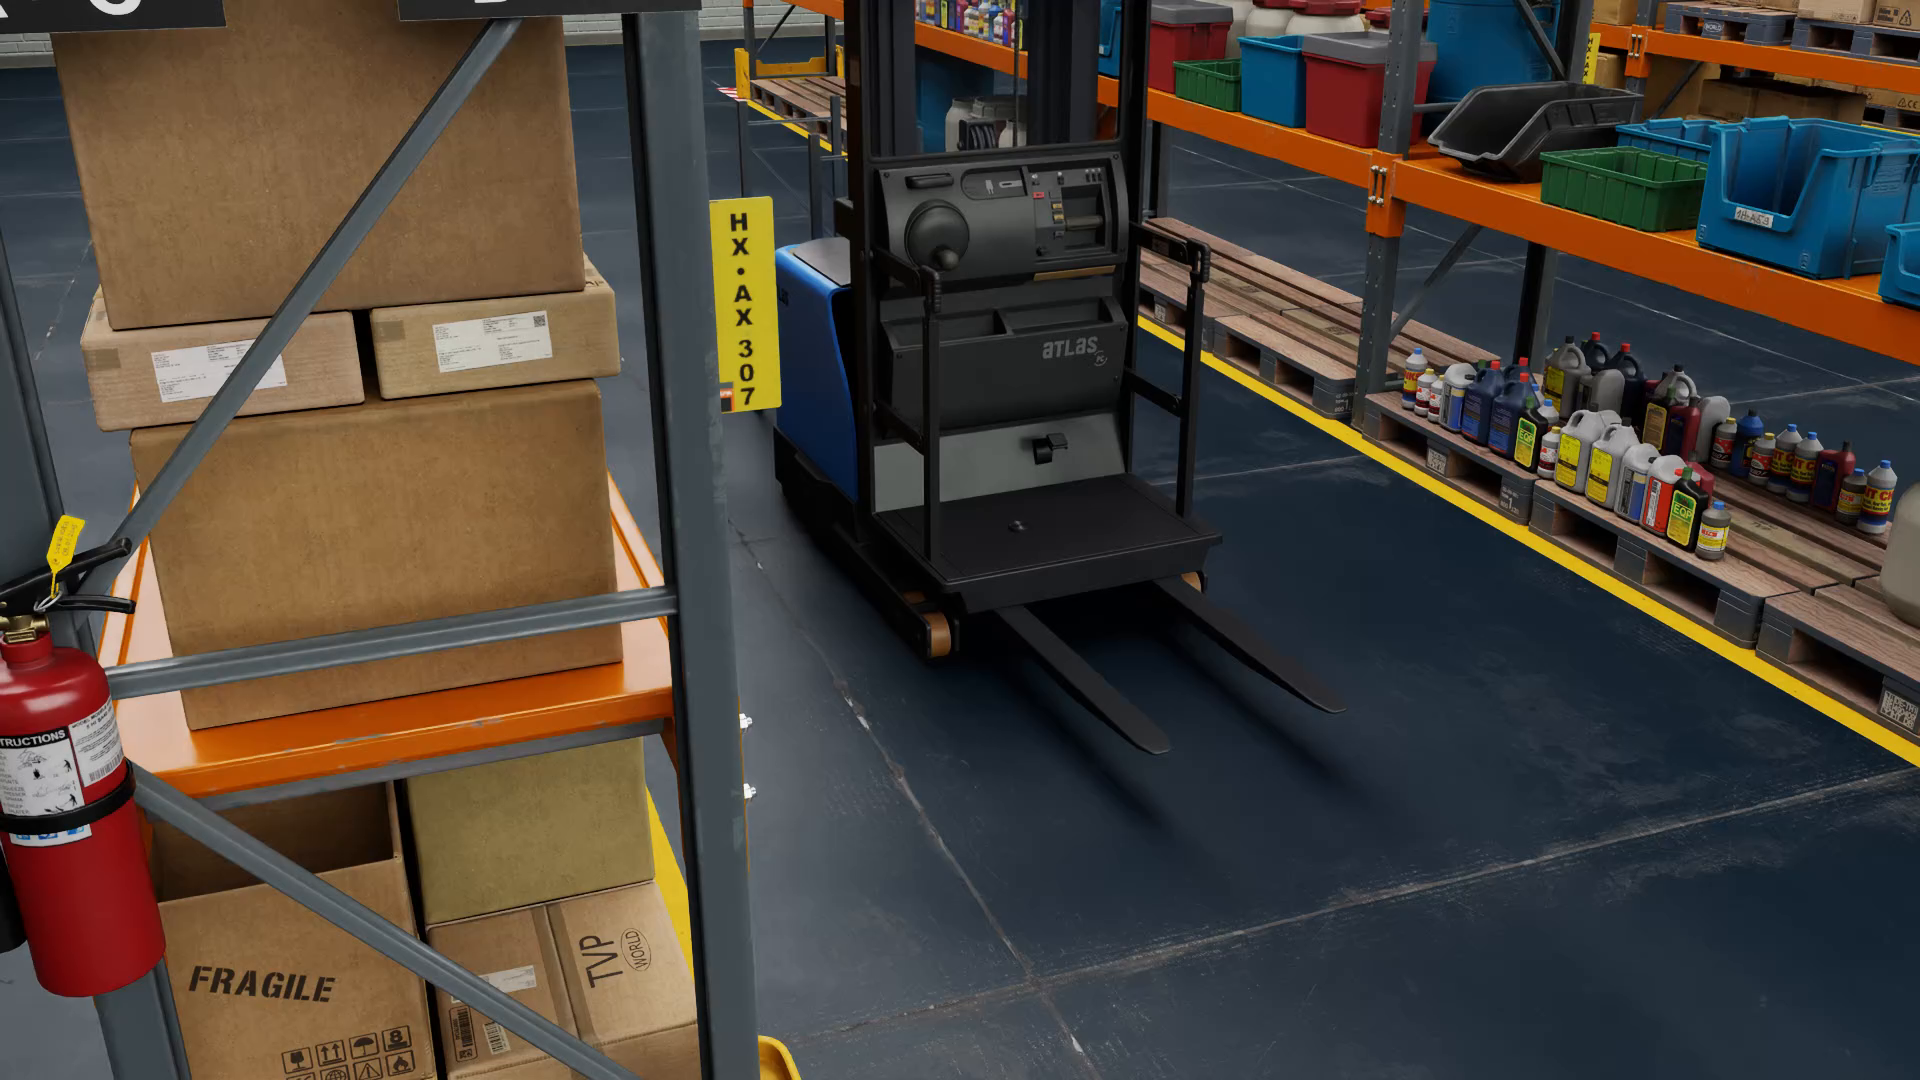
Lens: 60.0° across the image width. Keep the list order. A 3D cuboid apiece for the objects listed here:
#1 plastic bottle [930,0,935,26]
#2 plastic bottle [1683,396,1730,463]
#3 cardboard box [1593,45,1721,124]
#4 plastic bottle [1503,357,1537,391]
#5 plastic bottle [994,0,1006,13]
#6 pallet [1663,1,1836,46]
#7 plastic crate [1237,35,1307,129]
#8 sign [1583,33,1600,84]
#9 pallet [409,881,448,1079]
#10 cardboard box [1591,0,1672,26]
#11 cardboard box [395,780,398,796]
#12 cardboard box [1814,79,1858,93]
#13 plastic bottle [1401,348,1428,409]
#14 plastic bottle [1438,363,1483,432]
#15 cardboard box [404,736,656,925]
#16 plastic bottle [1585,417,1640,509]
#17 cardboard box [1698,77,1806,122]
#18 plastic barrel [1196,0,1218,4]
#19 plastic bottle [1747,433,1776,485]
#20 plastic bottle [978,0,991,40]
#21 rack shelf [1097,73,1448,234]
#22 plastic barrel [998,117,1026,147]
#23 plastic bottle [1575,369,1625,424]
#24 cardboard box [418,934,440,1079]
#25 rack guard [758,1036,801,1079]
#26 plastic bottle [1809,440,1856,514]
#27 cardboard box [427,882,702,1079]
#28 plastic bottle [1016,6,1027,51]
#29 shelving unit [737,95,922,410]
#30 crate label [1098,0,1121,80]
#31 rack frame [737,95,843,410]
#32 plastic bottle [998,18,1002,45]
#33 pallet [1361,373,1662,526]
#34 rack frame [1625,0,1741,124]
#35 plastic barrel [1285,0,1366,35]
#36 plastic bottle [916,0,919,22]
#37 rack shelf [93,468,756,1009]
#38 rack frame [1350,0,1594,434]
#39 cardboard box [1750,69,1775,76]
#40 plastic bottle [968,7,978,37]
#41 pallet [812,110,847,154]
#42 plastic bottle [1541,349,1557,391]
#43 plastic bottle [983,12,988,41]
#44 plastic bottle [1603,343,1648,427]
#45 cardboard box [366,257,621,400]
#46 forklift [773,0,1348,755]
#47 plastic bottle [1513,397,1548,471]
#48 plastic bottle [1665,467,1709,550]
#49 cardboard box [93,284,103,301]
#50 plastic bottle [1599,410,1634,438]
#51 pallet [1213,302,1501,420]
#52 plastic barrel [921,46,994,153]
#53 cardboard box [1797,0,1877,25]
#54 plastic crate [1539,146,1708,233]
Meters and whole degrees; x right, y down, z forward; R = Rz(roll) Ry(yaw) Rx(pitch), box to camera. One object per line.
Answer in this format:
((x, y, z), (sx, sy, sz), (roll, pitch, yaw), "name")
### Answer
((-0.184, -4.098, 12.777), (0.097, 0.271, 0.097), (0, 23, 0), "plastic bottle")
((3.109, -0.480, 6.966), (0.152, 0.276, 0.135), (-8, 24, -18), "plastic bottle")
((5.372, -3.574, 13.563), (1.225, 0.875, 0.875), (-10, 25, -21), "cardboard box")
((2.408, -0.625, 7.214), (0.144, 0.351, 0.185), (-8, 24, -19), "plastic bottle")
((0.318, -4.249, 13.134), (0.097, 0.271, 0.097), (0, 23, 0), "plastic bottle")
((5.948, -3.773, 12.087), (1.213, 0.211, 1.003), (-8, 24, -19), "pallet")
((1.695, -2.324, 8.422), (0.392, 0.384, 0.575), (-8, 24, -19), "plastic crate")
((2.895, -2.172, 7.685), (0.100, 0.325, 0.005), (-8, 24, -19), "sign")
((-1.155, 1.171, 3.699), (1.003, 0.211, 1.213), (-8, 24, -19), "pallet")
((5.191, -4.297, 12.955), (0.500, 0.500, 0.500), (-8, 24, -17), "cardboard box")
((-1.853, 0.534, 4.619), (0.500, 0.250, 0.500), (-8, 24, -19), "cardboard box")
((9.061, -4.748, 16.831), (0.500, 0.500, 0.500), (-7, 24, -17), "cardboard box")
((2.079, -0.743, 7.596), (0.097, 0.271, 0.097), (0, 23, 0), "plastic bottle")
((2.219, -0.631, 7.326), (0.152, 0.276, 0.135), (-7, 24, -17), "plastic bottle")
((-1.006, 0.480, 3.784), (0.500, 0.500, 0.500), (-8, 24, -19), "cardboard box")
((2.556, -0.314, 6.478), (0.144, 0.351, 0.185), (-7, 24, -17), "plastic bottle")
((5.862, -3.263, 12.316), (0.500, 0.250, 0.500), (-7, 24, -17), "cardboard box")
((1.526, -3.134, 10.179), (0.421, 0.512, 0.421), (0, 23, 0), "plastic barrel")
((3.249, -0.331, 6.711), (0.097, 0.201, 0.097), (0, 23, 0), "plastic bottle")
((0.178, -3.725, 11.892), (0.097, 0.271, 0.097), (0, 23, 0), "plastic bottle")
((1.670, -2.368, 9.433), (1.077, 0.370, 4.000), (-8, 24, -19), "rack shelf")
((0.491, -2.842, 12.293), (0.421, 0.512, 0.421), (0, 23, 0), "plastic barrel")
((2.811, -0.627, 7.316), (0.152, 0.276, 0.135), (-8, 24, -19), "plastic bottle")
((-1.312, 1.078, 3.330), (0.500, 0.250, 0.500), (-8, 24, -19), "cardboard box")
((-0.838, 1.319, 2.976), (1.175, 0.500, 0.348), (-8, 24, -19), "rack guard")
((3.377, -0.257, 6.429), (0.061, 0.283, 0.133), (-8, 24, -18), "plastic bottle")
((-0.827, 1.007, 3.499), (0.500, 0.250, 0.500), (-8, 24, -19), "cardboard box")
((0.421, -3.461, 11.250), (0.061, 0.283, 0.133), (-8, 24, -19), "plastic bottle")
((-0.599, -1.202, 7.672), (0.538, 1.500, 1.048), (-10, 25, -22), "shelving unit")
((1.061, -3.045, 10.066), (0.502, 0.435, 0.616), (-8, 24, -19), "crate label")
((-0.803, -1.383, 8.101), (0.500, 1.500, 0.032), (-10, 25, -22), "rack frame")
((0.316, -3.552, 11.570), (0.097, 0.201, 0.097), (0, 23, 0), "plastic bottle")
((2.574, -0.438, 7.518), (1.003, 0.211, 1.213), (-8, 24, -19), "pallet")
((5.597, -4.106, 12.630), (1.000, 3.000, 0.127), (-8, 24, -19), "rack frame")
((1.984, -2.680, 9.071), (0.433, 0.535, 0.433), (0, 23, 0), "plastic barrel")
((-0.300, -4.186, 13.074), (0.097, 0.201, 0.097), (0, 23, 0), "plastic bottle")
((-1.553, -0.237, 4.376), (1.077, 0.370, 4.000), (-8, 24, -19), "rack shelf")
((2.376, -1.973, 7.569), (1.000, 3.000, 0.127), (-8, 24, -19), "rack frame")
((9.031, -5.259, 18.496), (0.380, 0.149, 0.250), (-9, 25, -21), "cardboard box")
((0.110, -3.764, 12.074), (0.097, 0.201, 0.097), (0, 23, 0), "plastic bottle")
((-0.746, -3.857, 15.629), (1.003, 0.211, 1.213), (-8, 24, -19), "pallet")
((2.796, -0.797, 7.816), (0.097, 0.201, 0.097), (0, 23, 0), "plastic bottle")
((0.213, -3.658, 11.822), (0.097, 0.201, 0.097), (0, 23, 0), "plastic bottle")
((2.941, -0.691, 7.371), (0.144, 0.351, 0.185), (-10, 25, -22), "plastic bottle")
((-0.783, -0.359, 2.775), (0.380, 0.149, 0.250), (-9, 24, -19), "cardboard box")
((0.251, -1.127, 5.650), (1.130, 2.935, 3.031), (-10, 25, -22), "forklift")
((2.359, -0.440, 6.862), (0.061, 0.283, 0.133), (-7, 24, -17), "plastic bottle")
((2.672, -0.118, 6.098), (0.061, 0.283, 0.133), (-8, 24, -18), "plastic bottle")
((-1.253, -0.394, 2.859), (0.380, 0.149, 0.250), (-8, 24, -18), "cardboard box")
((2.620, -0.377, 6.723), (0.152, 0.276, 0.135), (-8, 24, -19), "plastic bottle")
((2.062, -0.968, 8.775), (1.003, 0.211, 1.213), (-8, 24, -19), "pallet")
((-0.024, -3.649, 13.707), (0.600, 0.901, 0.708), (-8, 24, -19), "plastic barrel")
((5.974, -3.590, 11.058), (0.500, 0.250, 0.500), (-9, 24, -20), "cardboard box")
((2.592, -1.343, 6.348), (0.450, 0.188, 0.662), (-8, 24, -19), "plastic crate")
